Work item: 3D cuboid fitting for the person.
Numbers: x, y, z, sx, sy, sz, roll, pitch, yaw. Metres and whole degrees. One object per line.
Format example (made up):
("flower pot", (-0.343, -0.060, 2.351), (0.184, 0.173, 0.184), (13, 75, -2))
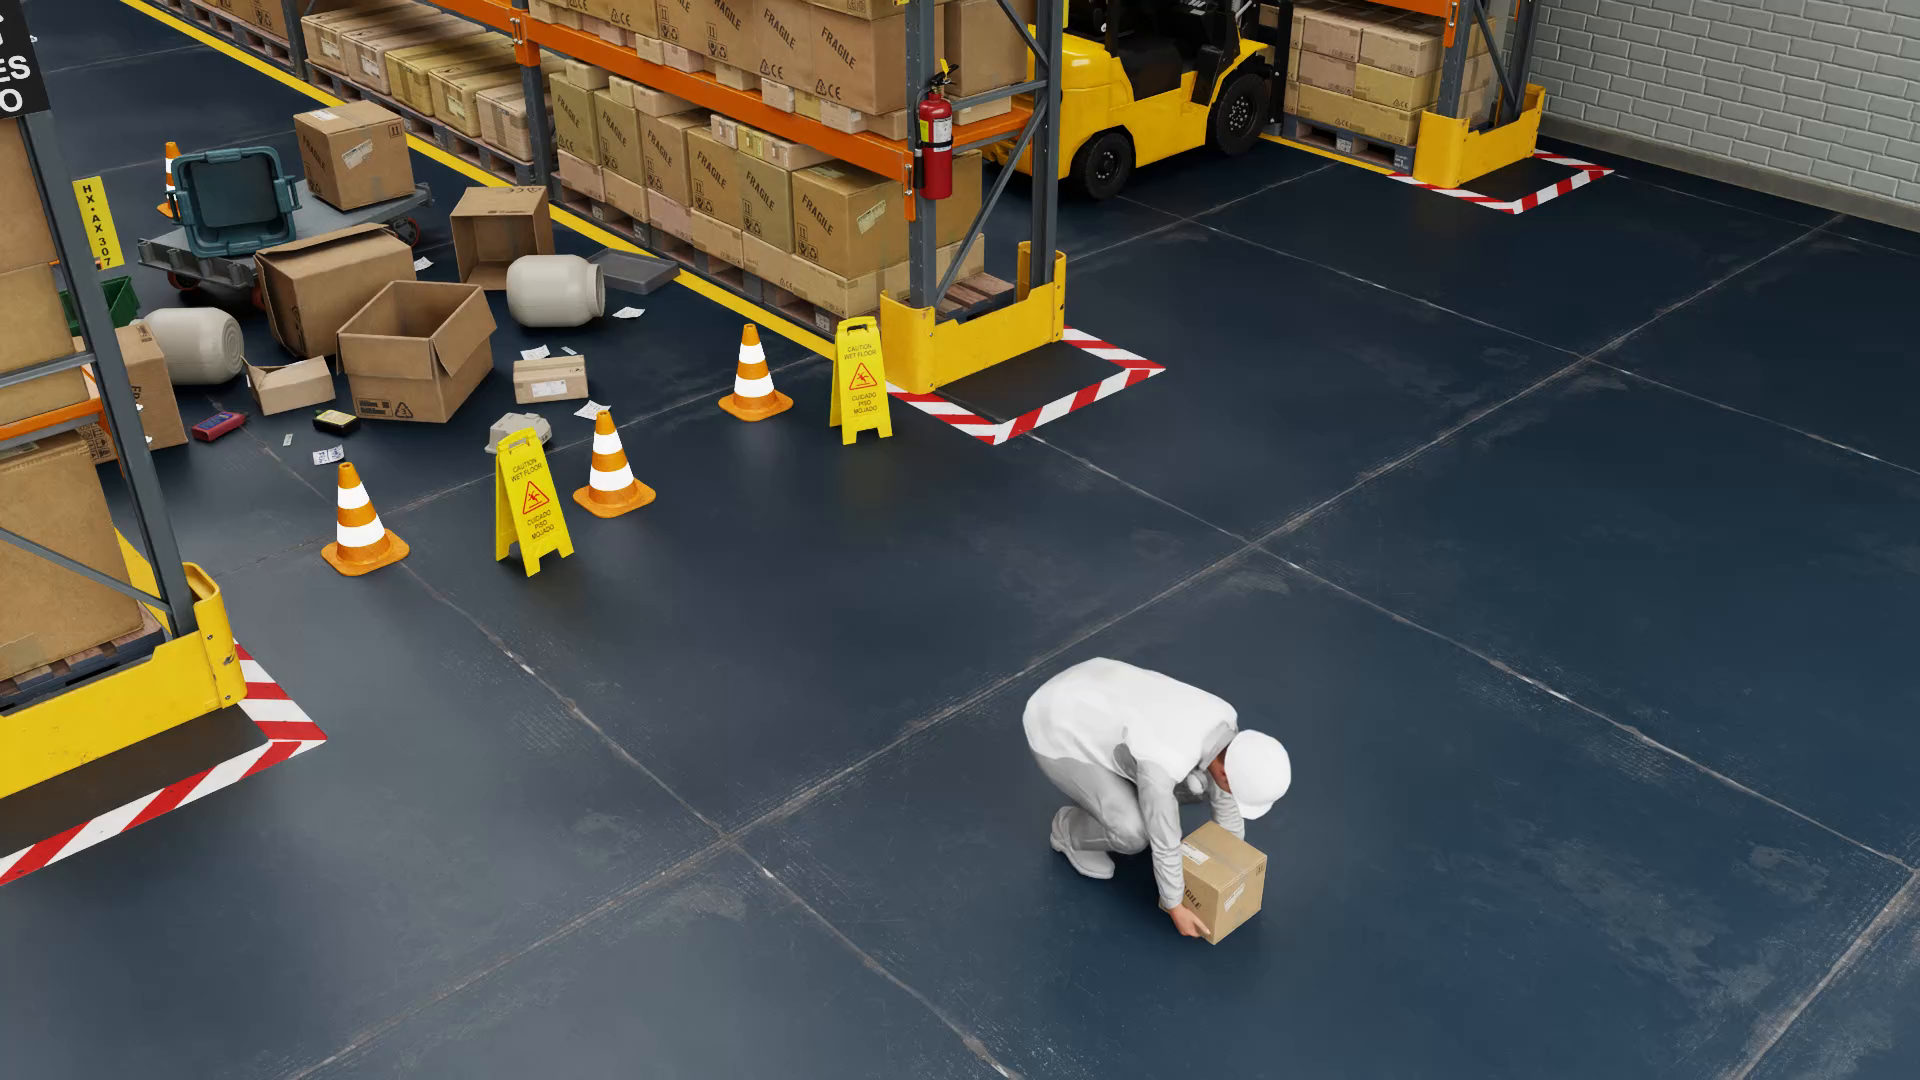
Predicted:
("person", (0.672, 0.845, 5.721), (0.508, 0.785, 0.986), (-27, 41, -36))
